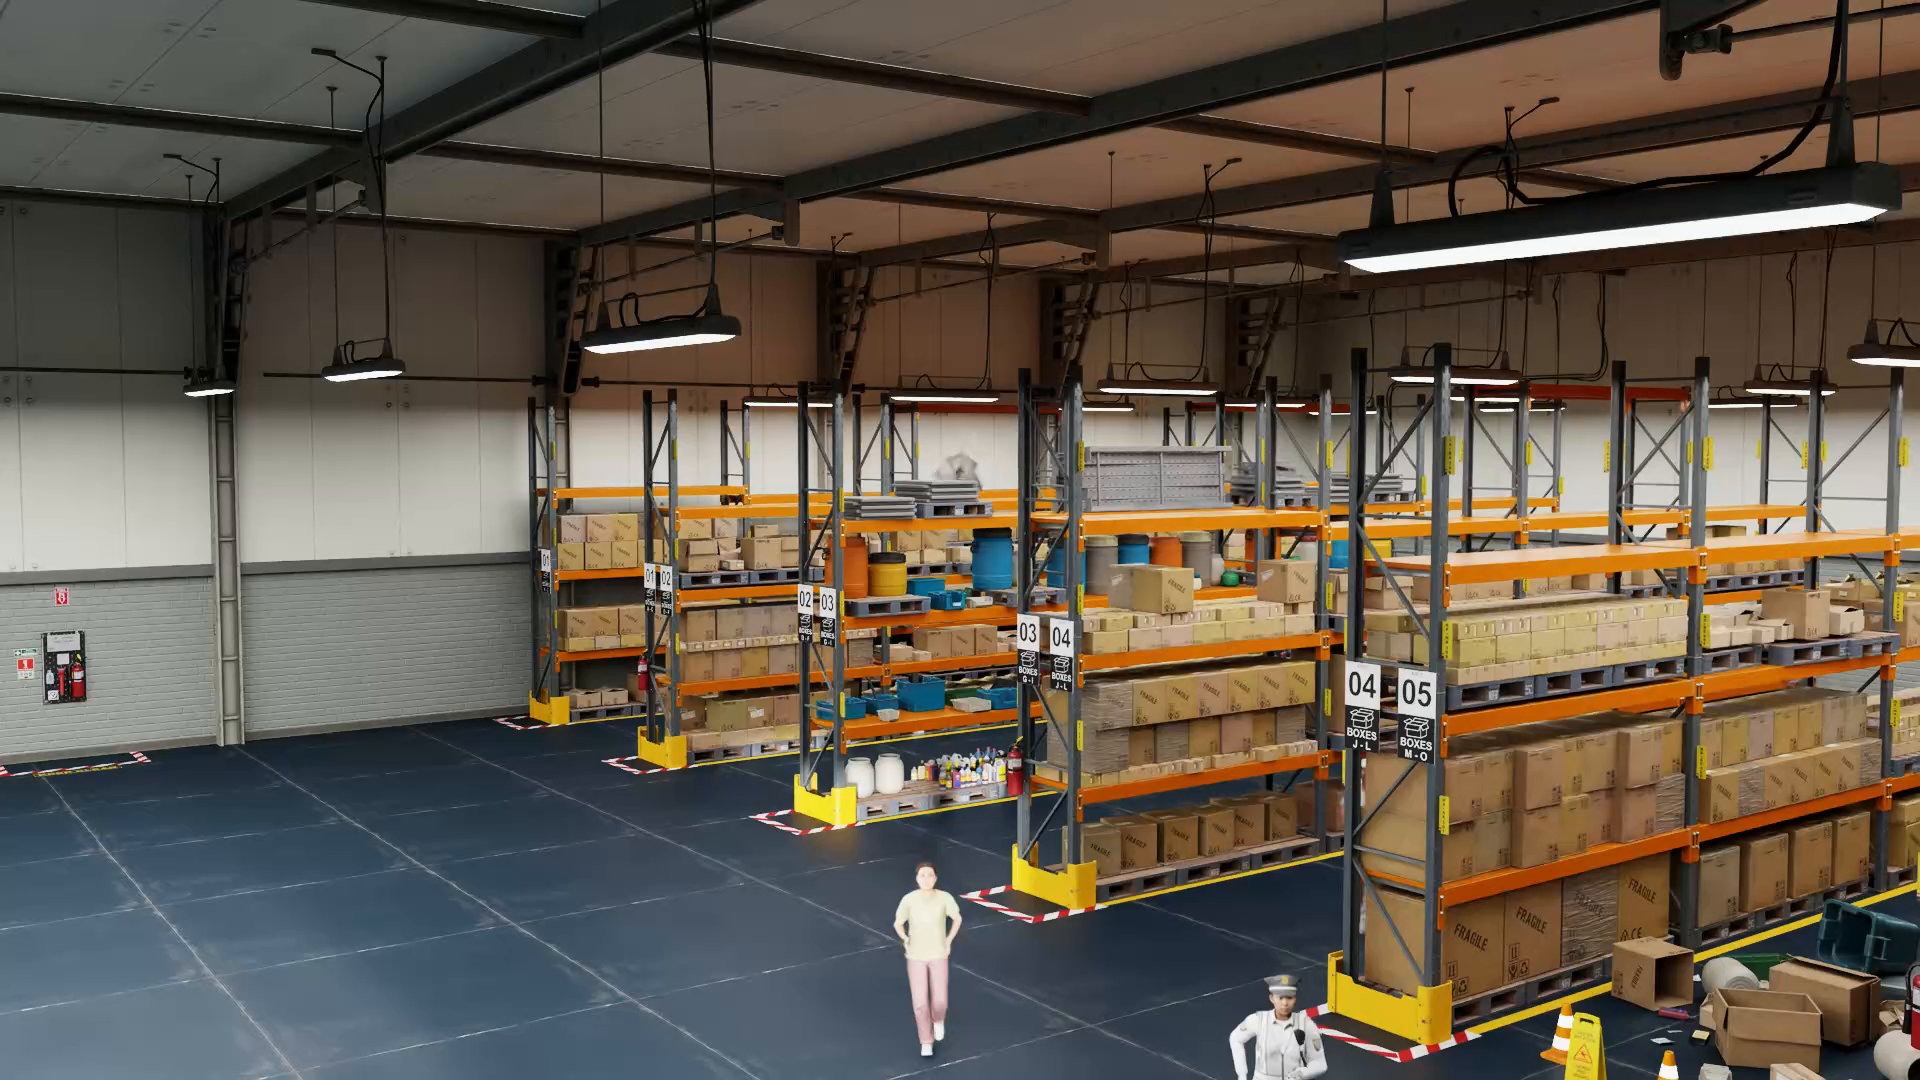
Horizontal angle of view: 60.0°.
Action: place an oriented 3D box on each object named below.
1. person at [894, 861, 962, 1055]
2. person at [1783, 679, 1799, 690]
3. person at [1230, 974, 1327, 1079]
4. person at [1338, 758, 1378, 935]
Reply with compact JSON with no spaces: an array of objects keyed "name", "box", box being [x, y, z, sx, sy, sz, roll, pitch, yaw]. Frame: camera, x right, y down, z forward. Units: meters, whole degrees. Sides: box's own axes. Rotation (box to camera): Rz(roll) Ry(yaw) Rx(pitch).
[{"name":"person","box":[-0.276,3.532,14.029,0.576,1.592,0.556,0,3,0]},{"name":"person","box":[12.547,2.860,25.135,0.804,1.634,0.620,-2,4,-33]},{"name":"person","box":[2.087,3.679,10.847,0.576,1.749,0.719,0,3,-1]},{"name":"person","box":[4.367,3.218,17.730,0.706,1.819,0.864,3,4,41]}]
